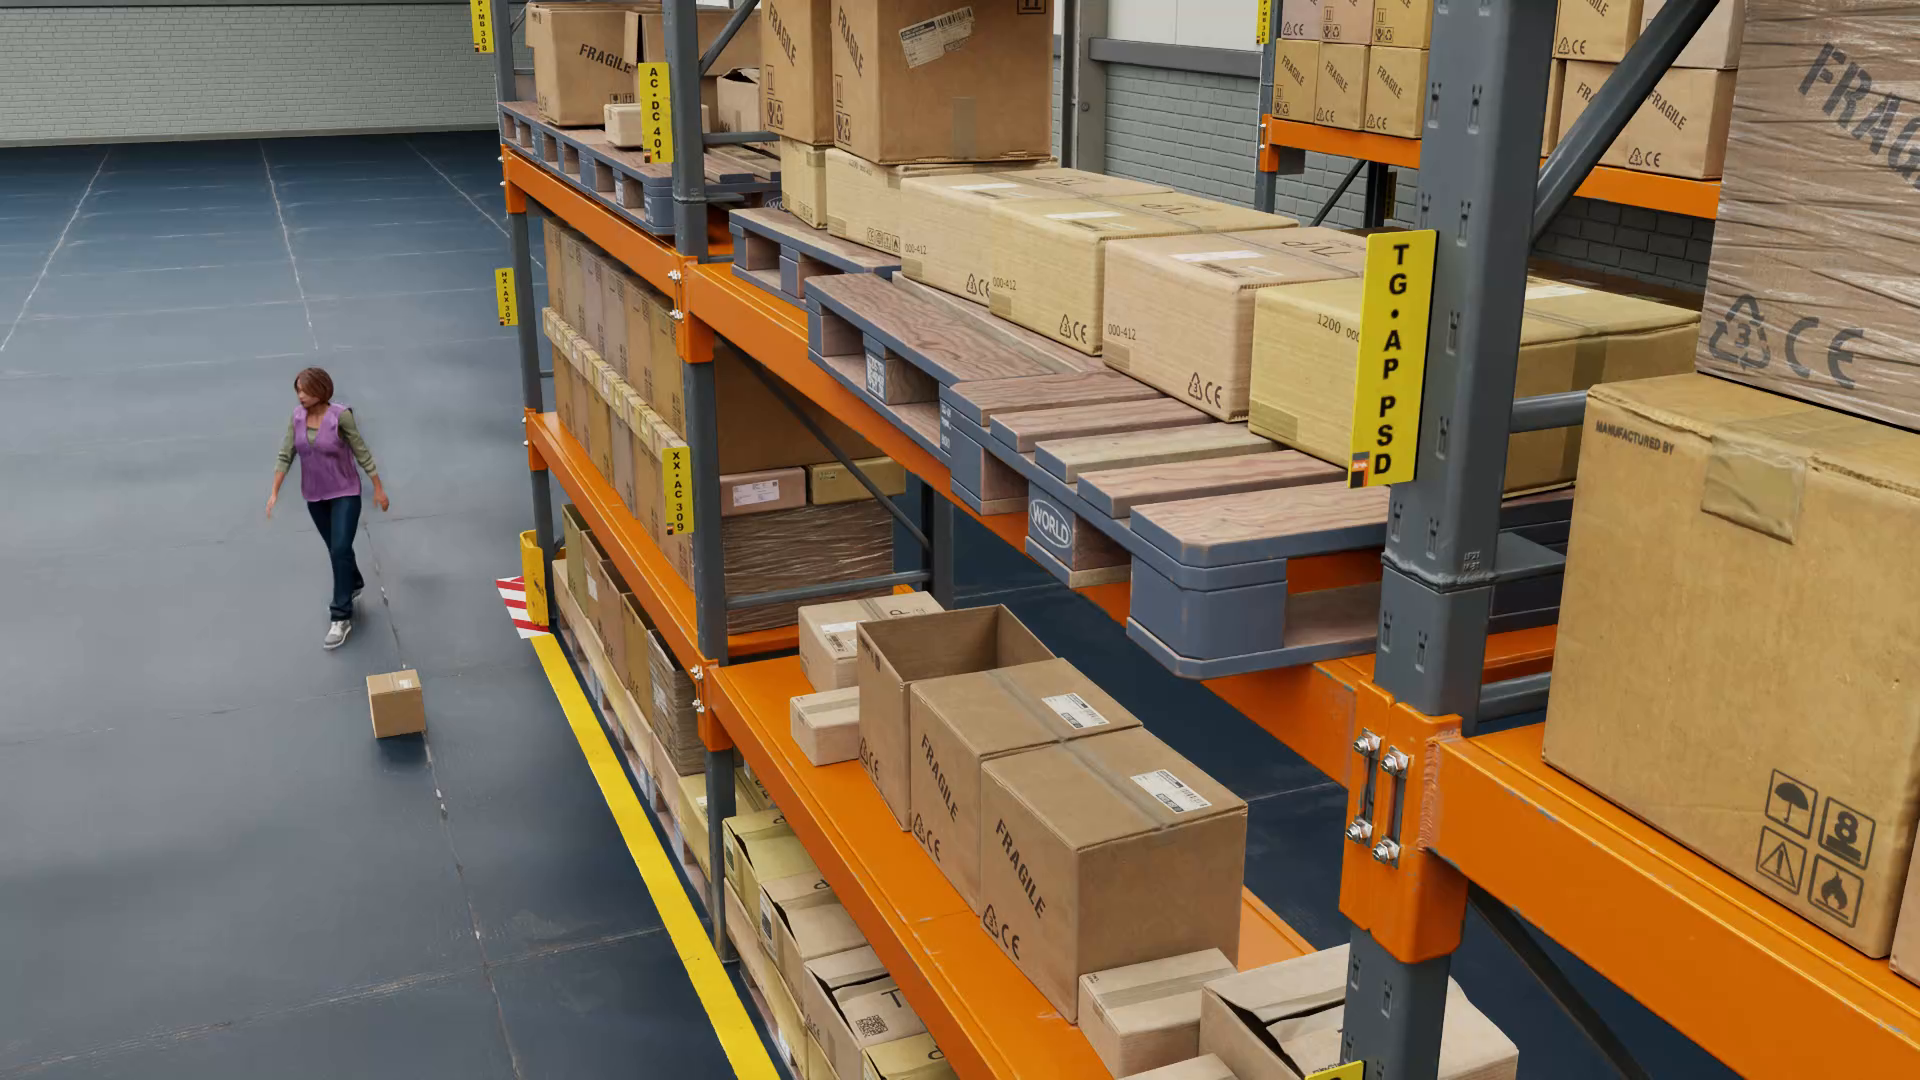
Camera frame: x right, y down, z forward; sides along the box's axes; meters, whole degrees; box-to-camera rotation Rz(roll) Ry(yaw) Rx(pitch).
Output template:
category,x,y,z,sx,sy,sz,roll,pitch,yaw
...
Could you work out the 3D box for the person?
category,x,y,z,sx,sy,sz,roll,pitch,yaw
person,-3.705,-0.241,9.768,0.561,1.585,0.790,3,19,8
